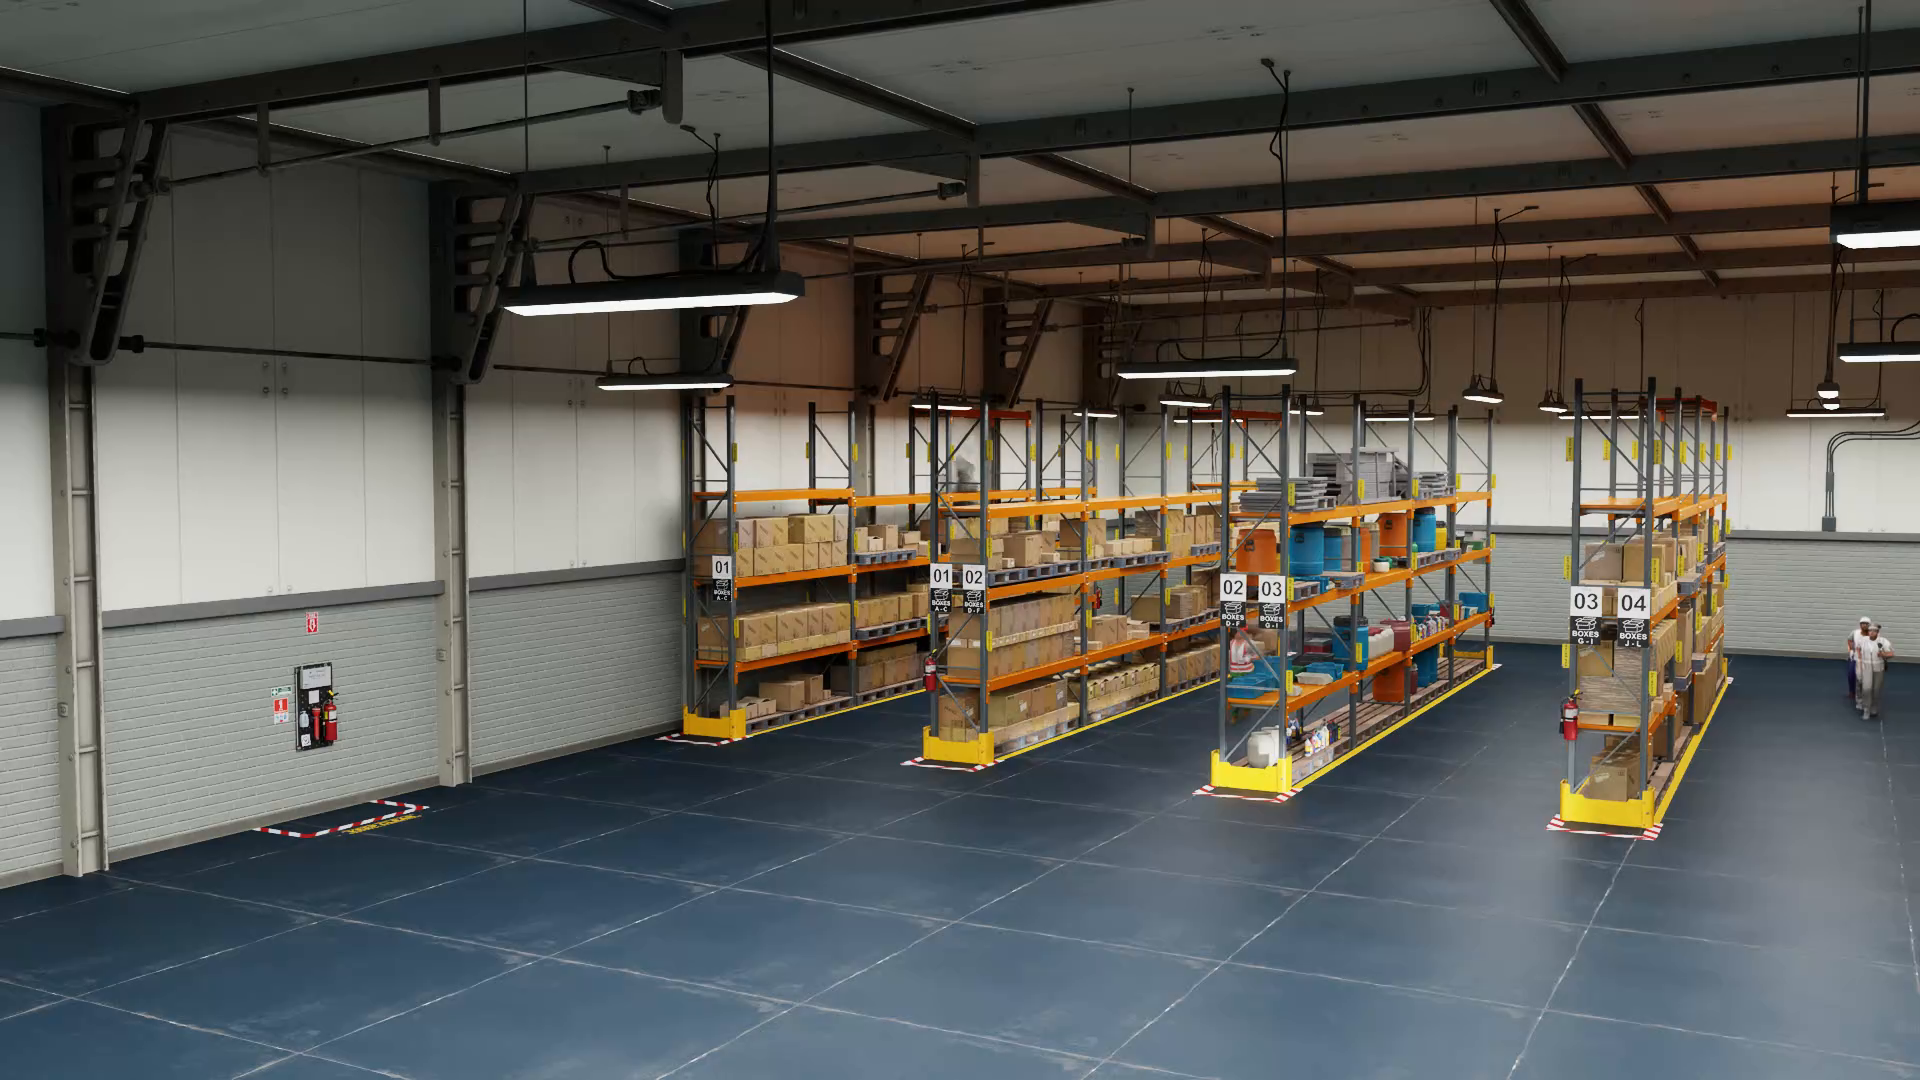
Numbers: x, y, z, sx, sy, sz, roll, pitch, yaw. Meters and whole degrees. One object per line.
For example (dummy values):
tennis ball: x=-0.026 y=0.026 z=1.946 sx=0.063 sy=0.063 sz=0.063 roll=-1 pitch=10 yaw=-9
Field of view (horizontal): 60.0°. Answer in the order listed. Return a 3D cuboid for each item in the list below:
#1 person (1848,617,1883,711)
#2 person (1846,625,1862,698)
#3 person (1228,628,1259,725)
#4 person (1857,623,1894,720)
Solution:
person: x=17.685 y=2.406 z=32.439 sx=0.672 sy=1.821 sz=0.782 roll=2 pitch=3 yaw=29
person: x=18.356 y=2.436 z=33.884 sx=0.630 sy=1.579 sz=0.463 roll=3 pitch=4 yaw=45
person: x=5.235 y=2.478 z=30.839 sx=0.633 sy=1.804 sz=0.928 roll=2 pitch=3 yaw=27
person: x=17.260 y=2.476 z=31.373 sx=0.631 sy=1.848 sz=0.813 roll=2 pitch=3 yaw=30
